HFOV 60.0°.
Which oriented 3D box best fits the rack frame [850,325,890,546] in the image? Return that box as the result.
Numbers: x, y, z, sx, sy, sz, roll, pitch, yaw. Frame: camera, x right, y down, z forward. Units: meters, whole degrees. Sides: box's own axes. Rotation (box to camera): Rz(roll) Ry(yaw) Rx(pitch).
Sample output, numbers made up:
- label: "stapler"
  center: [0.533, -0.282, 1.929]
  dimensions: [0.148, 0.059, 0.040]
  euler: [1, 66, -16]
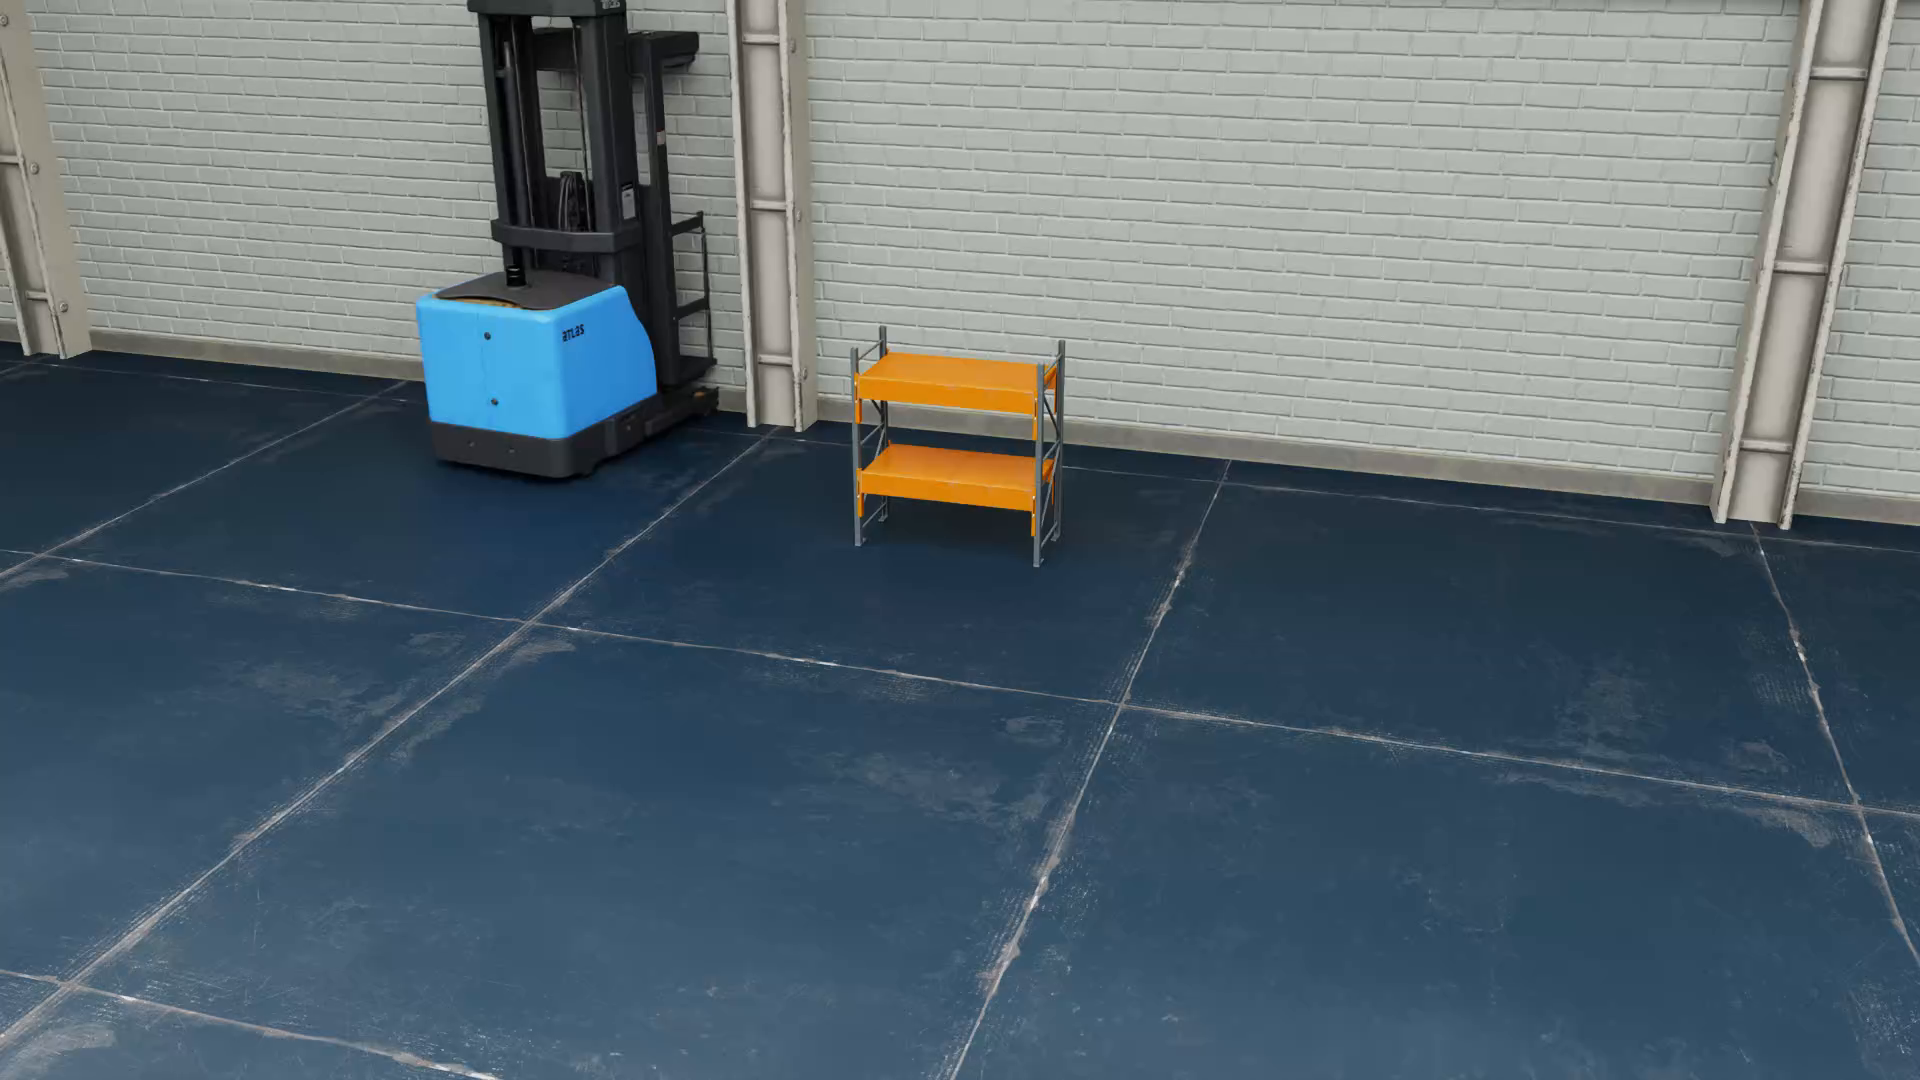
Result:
- label: "rack frame"
  center: [-0.493, -0.577, 9.194]
  dimensions: [0.032, 1.125, 0.500]
  euler: [7, 23, 16]

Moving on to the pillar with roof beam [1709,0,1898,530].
- label: "pillar with roof beam"
  center: [3.311, -2.735, 4.080]
  dimensions: [0.400, 9.000, 9.100]
  euler: [7, 23, 16]

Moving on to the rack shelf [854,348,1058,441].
- label: "rack shelf"
  center: [-0.006, -0.792, 8.947]
  dimensions: [1.000, 0.278, 0.538]
  euler: [7, 23, 16]

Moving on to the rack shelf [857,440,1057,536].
- label: "rack shelf"
  center: [-0.006, -0.295, 9.151]
  dimensions: [1.000, 0.278, 0.538]
  euler: [7, 23, 16]

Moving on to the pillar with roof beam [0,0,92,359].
- label: "pillar with roof beam"
  center: [-8.177, -4.050, 7.287]
  dimensions: [0.400, 9.000, 9.100]
  euler: [7, 23, 16]

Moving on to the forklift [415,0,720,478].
- label: "forklift"
  center: [-2.254, -2.257, 10.911]
  dimensions: [1.130, 2.935, 3.031]
  euler: [9, 24, 21]

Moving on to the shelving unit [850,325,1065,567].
- label: "shelving unit"
  center: [-0.006, -0.521, 9.058]
  dimensions: [1.048, 1.125, 0.538]
  euler: [7, 23, 16]

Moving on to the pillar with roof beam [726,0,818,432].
- label: "pillar with roof beam"
  center: [-2.433, -3.393, 5.684]
  dimensions: [0.400, 9.000, 9.100]
  euler: [7, 23, 16]

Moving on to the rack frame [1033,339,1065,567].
- label: "rack frame"
  center: [0.480, -0.465, 8.922]
  dimensions: [0.032, 1.125, 0.500]
  euler: [7, 23, 16]
